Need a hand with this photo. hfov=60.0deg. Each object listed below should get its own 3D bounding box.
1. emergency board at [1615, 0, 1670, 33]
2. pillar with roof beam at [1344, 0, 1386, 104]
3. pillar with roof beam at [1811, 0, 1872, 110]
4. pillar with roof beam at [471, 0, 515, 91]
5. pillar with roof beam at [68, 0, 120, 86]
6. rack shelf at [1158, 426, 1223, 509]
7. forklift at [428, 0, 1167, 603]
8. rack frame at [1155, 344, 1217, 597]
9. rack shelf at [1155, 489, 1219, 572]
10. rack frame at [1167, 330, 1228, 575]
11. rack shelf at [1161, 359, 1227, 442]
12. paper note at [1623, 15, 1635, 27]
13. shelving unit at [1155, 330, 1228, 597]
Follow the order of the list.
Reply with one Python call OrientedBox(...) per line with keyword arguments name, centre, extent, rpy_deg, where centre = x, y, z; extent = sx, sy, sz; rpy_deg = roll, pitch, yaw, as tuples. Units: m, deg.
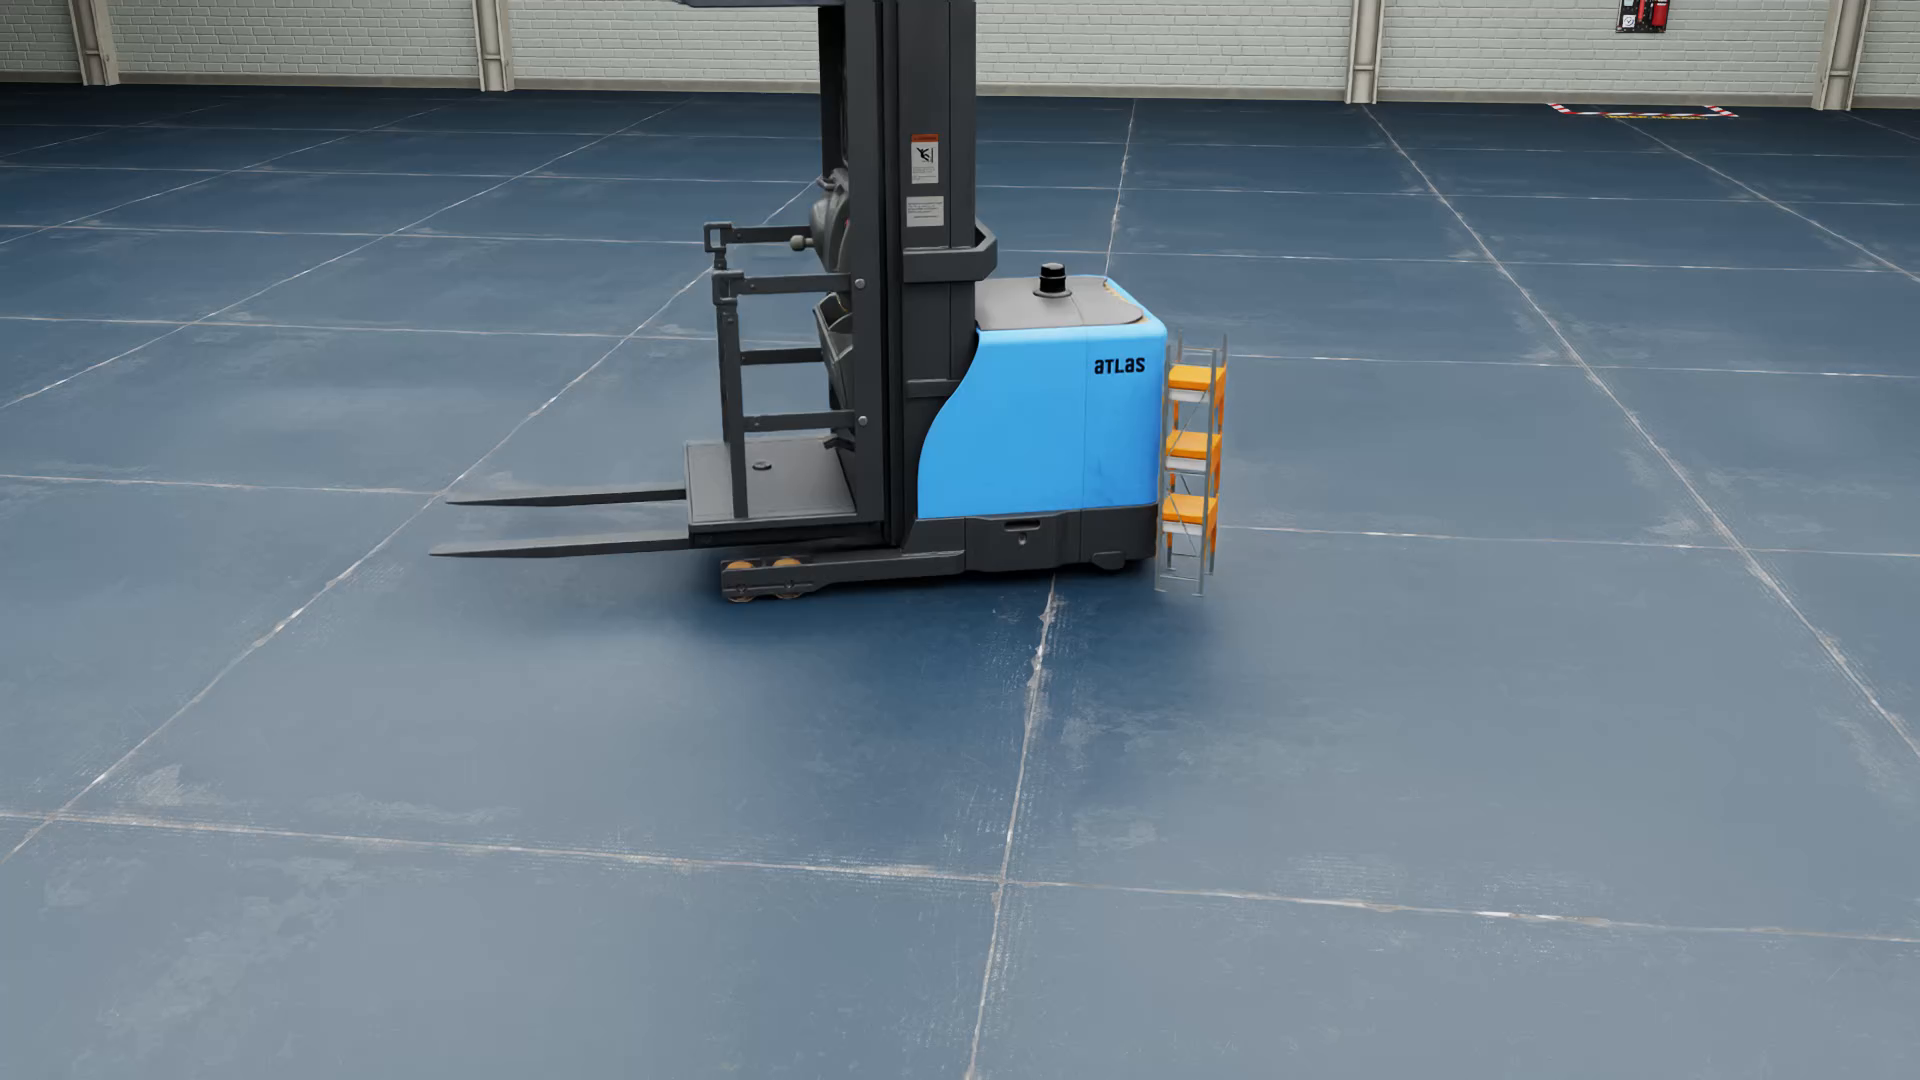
OrientedBox(name="emergency board", centre=(8.871, -7.126, 21.385), extent=(0.643, 1.169, 0.194), rpy_deg=(2, 22, 6))
OrientedBox(name="pillar with roof beam", centre=(4.855, -8.483, 16.658), extent=(0.400, 9.000, 9.100), rpy_deg=(2, 22, 6))
OrientedBox(name="pillar with roof beam", centre=(10.814, -8.224, 16.001), extent=(0.400, 9.000, 9.100), rpy_deg=(2, 22, 6))
OrientedBox(name="pillar with roof beam", centre=(-7.061, -9.002, 17.971), extent=(0.400, 9.000, 9.100), rpy_deg=(2, 22, 6))
OrientedBox(name="pillar with roof beam", centre=(-13.020, -9.262, 18.628), extent=(0.400, 9.000, 9.100), rpy_deg=(2, 22, 6))
OrientedBox(name="rack shelf", centre=(0.942, -0.299, 6.798), extent=(0.215, 0.259, 0.240), rpy_deg=(7, 23, 17))
OrientedBox(name="forklift", centre=(-0.706, -1.316, 6.783), extent=(3.031, 2.935, 1.130), rpy_deg=(-4, 22, -9))
OrientedBox(name="rack frame", centre=(0.904, -0.267, 6.686), extent=(0.200, 1.050, 0.008), rpy_deg=(7, 23, 17))
OrientedBox(name="rack shelf", centre=(0.942, -0.041, 6.900), extent=(0.215, 0.259, 0.240), rpy_deg=(7, 23, 17))
OrientedBox(name="rack frame", centre=(0.981, -0.352, 6.902), extent=(0.200, 1.050, 0.008), rpy_deg=(7, 23, 17))
OrientedBox(name="rack shelf", centre=(0.943, -0.563, 6.693), extent=(0.215, 0.259, 0.240), rpy_deg=(7, 23, 17))
OrientedBox(name="paper note", centre=(8.703, -6.750, 21.630), extent=(0.142, 0.148, 0.016), rpy_deg=(2, 22, 6))
OrientedBox(name="shelving unit", centre=(0.942, -0.309, 6.794), extent=(0.215, 1.050, 0.252), rpy_deg=(7, 23, 17))
